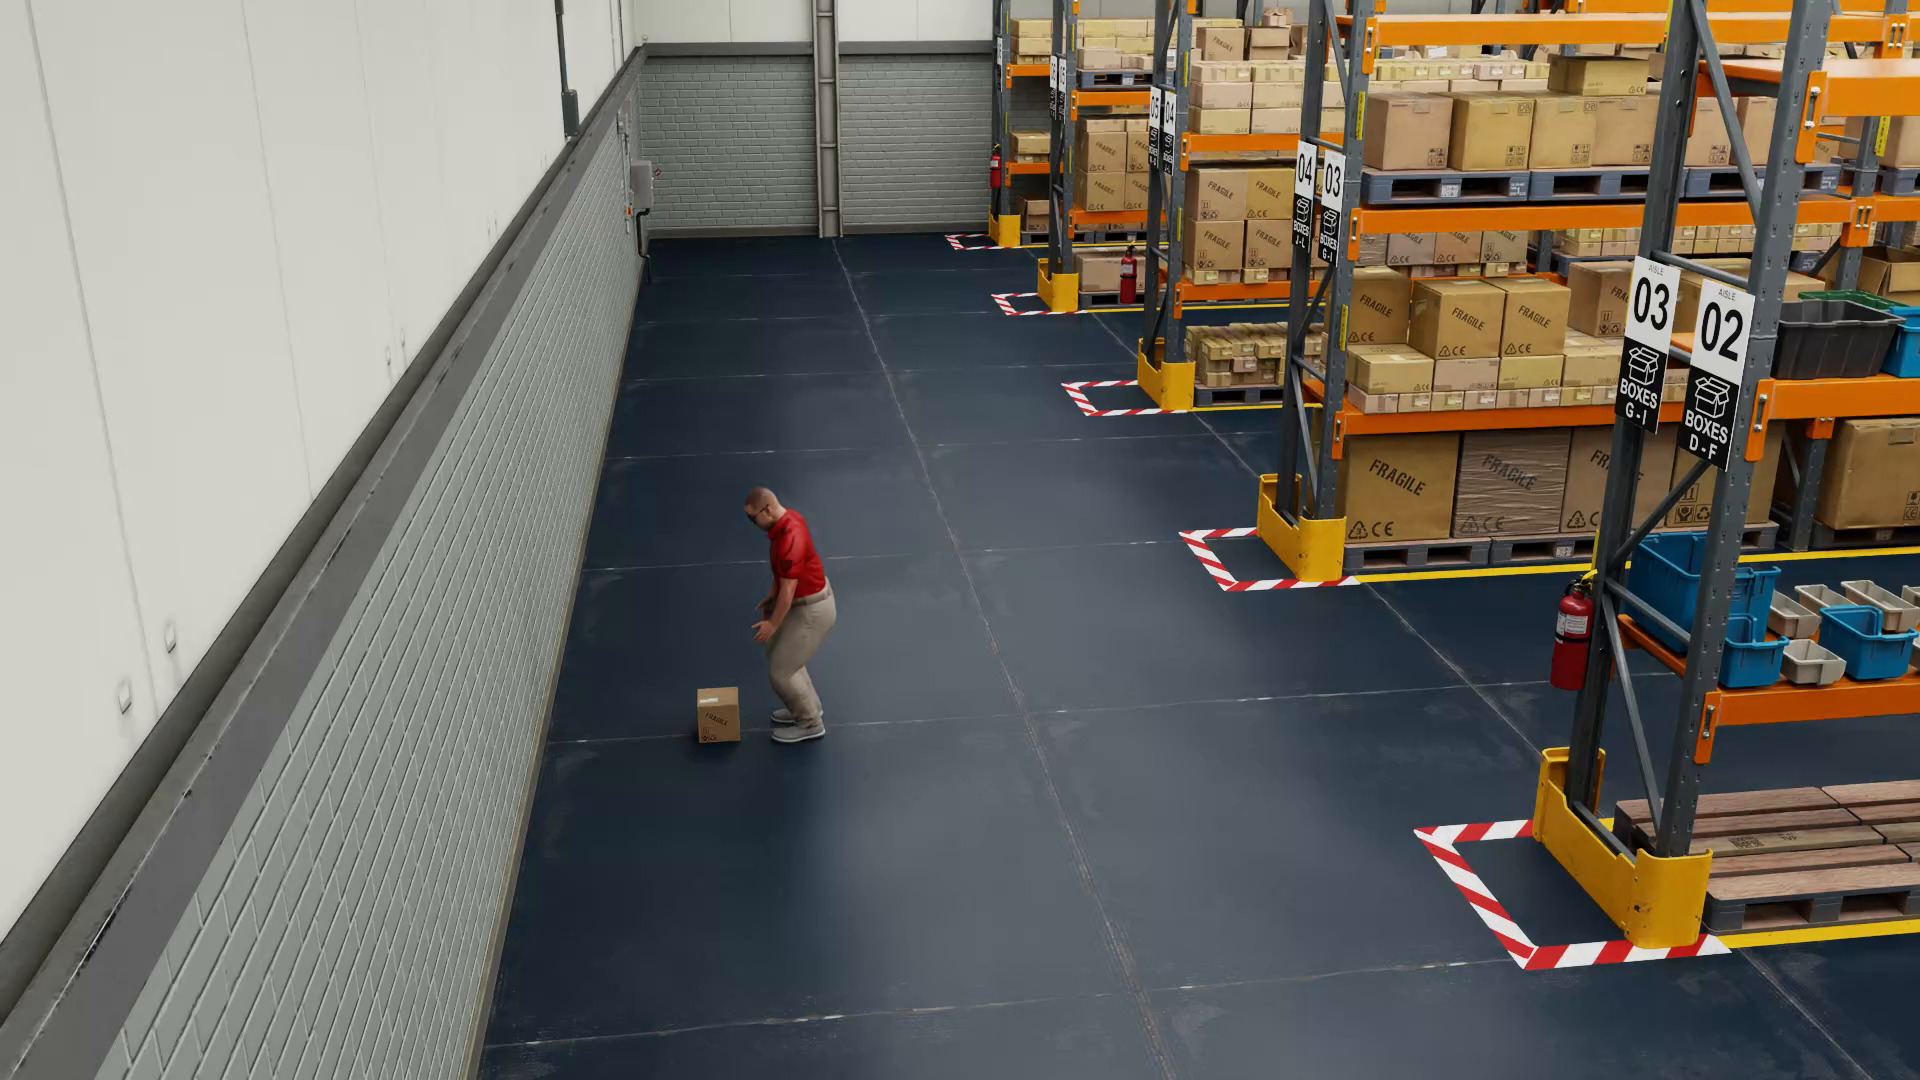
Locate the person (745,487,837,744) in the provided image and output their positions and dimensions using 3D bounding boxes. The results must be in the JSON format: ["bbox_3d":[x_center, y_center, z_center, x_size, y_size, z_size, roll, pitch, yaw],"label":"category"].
[{"bbox_3d":[-1.011,0.438,10.083,0.526,1.607,0.575,-2,20,-7],"label":"person"}]
